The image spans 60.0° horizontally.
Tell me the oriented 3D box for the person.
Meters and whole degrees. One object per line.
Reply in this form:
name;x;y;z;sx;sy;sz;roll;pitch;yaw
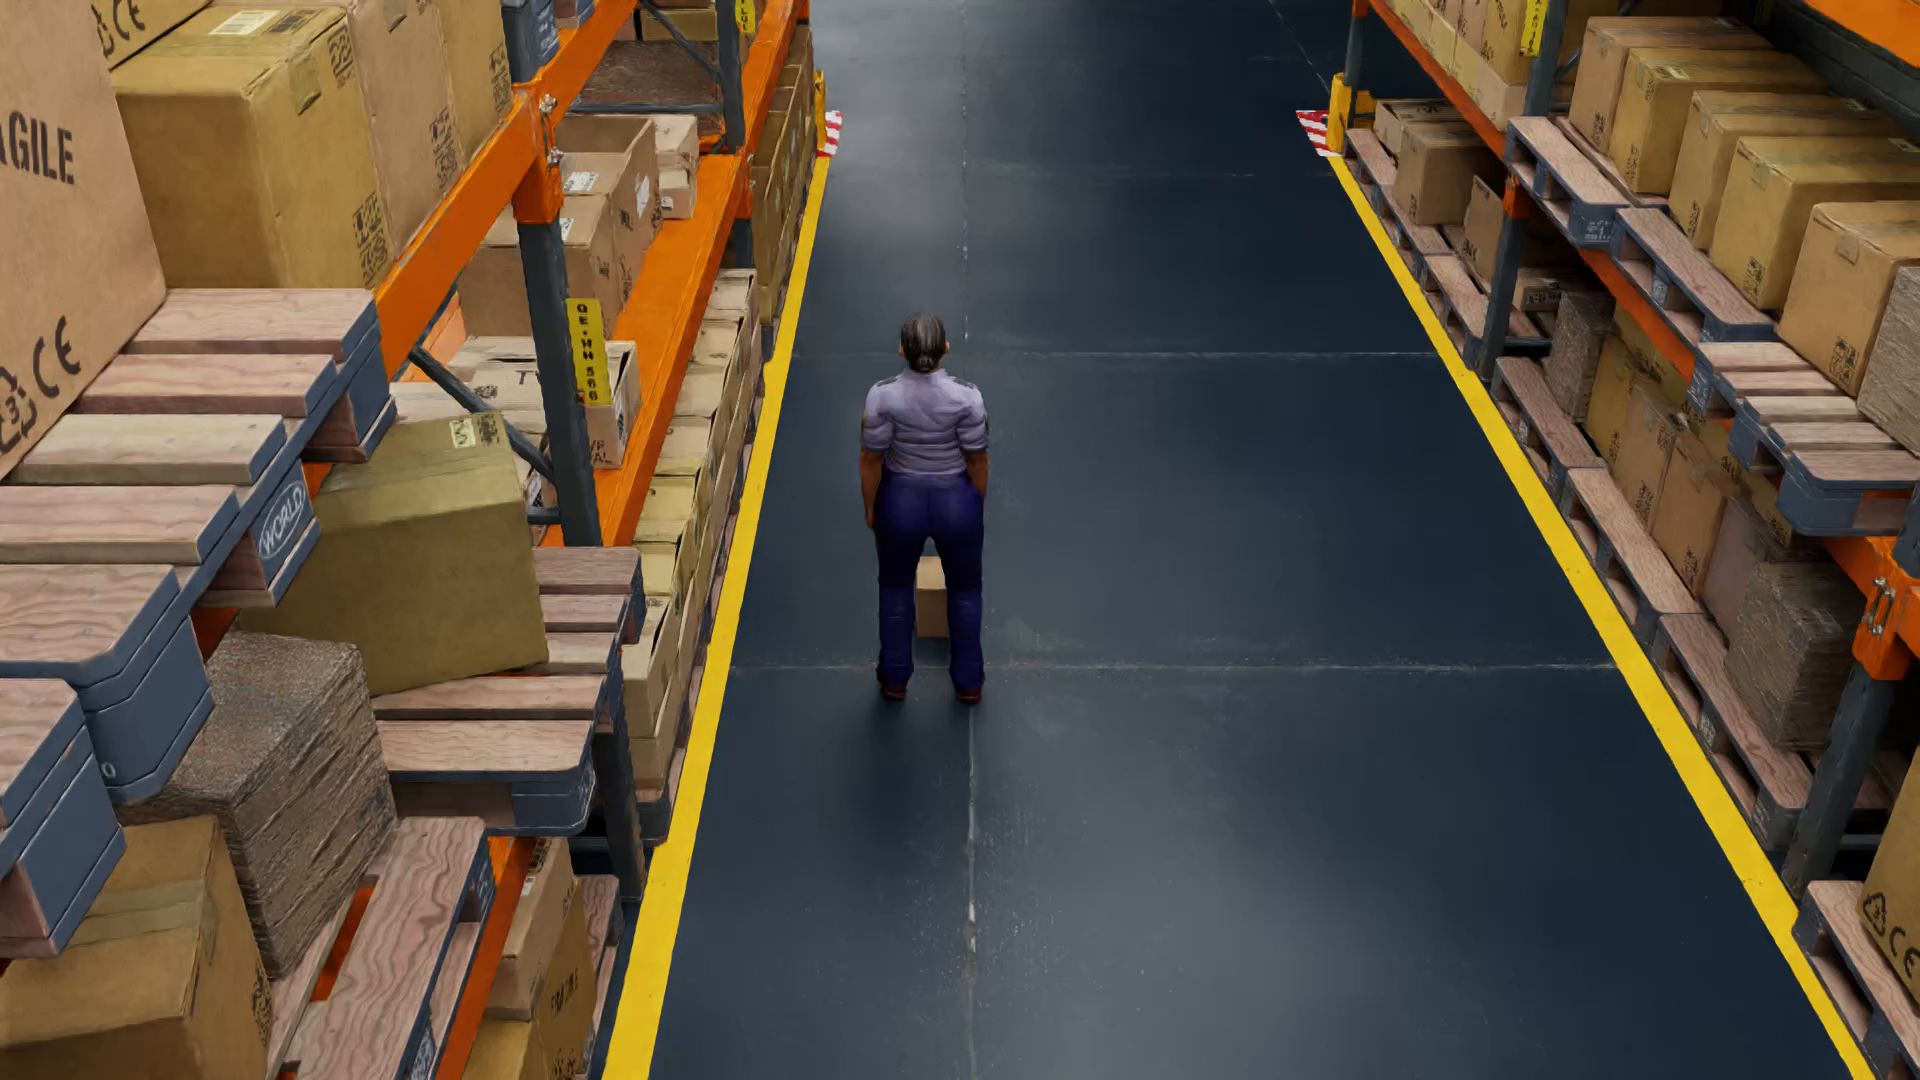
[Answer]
person;-0.122;0.151;6.516;0.447;1.035;0.342;0;32;0
